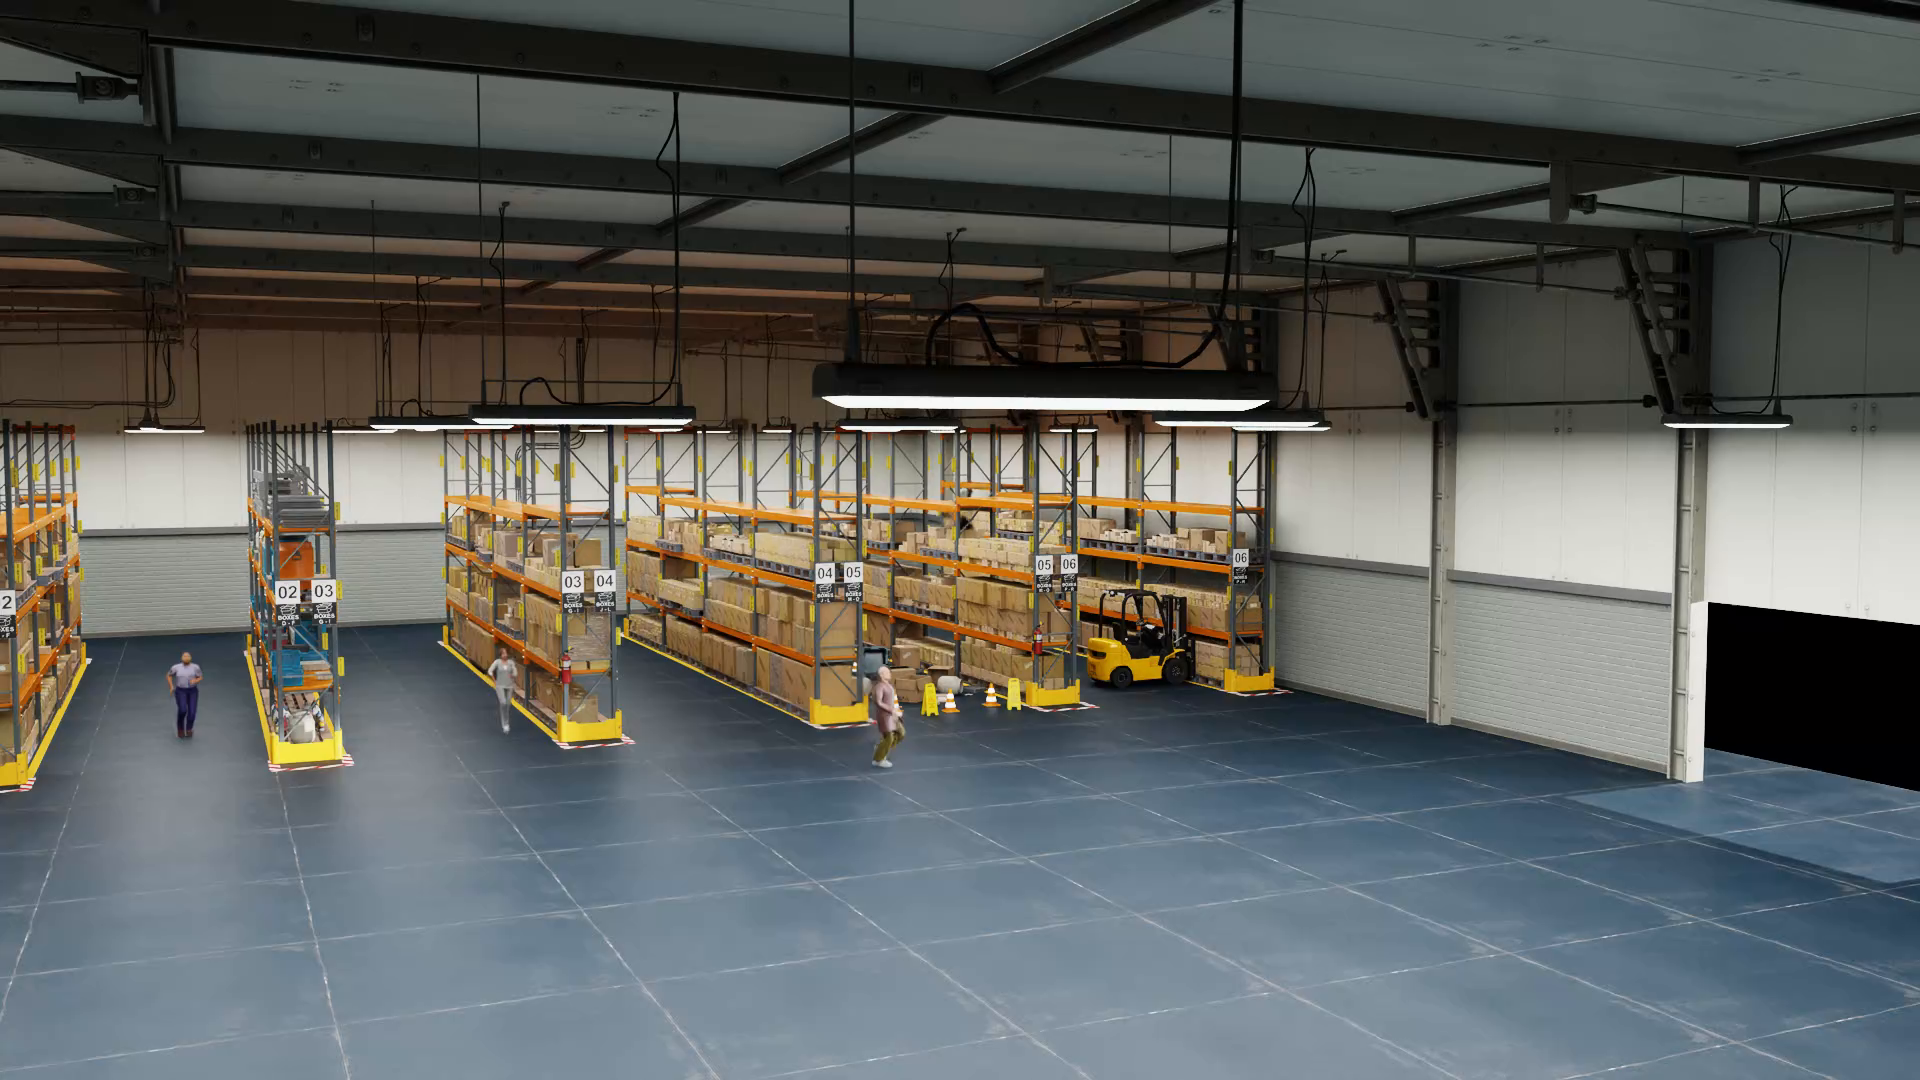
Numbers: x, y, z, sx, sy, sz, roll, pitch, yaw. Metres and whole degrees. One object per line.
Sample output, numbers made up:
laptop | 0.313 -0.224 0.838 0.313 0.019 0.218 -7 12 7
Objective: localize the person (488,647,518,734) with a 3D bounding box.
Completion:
person | -8.845 2.897 32.270 0.521 1.636 0.675 -2 4 -31

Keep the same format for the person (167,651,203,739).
person | -14.658 2.938 31.516 0.577 1.660 0.662 -3 4 -36

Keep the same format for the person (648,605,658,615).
person | -9.034 1.759 49.311 0.786 1.756 0.642 1 4 16

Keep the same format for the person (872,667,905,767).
person | -1.246 3.060 28.793 0.585 1.726 0.721 1 4 15
